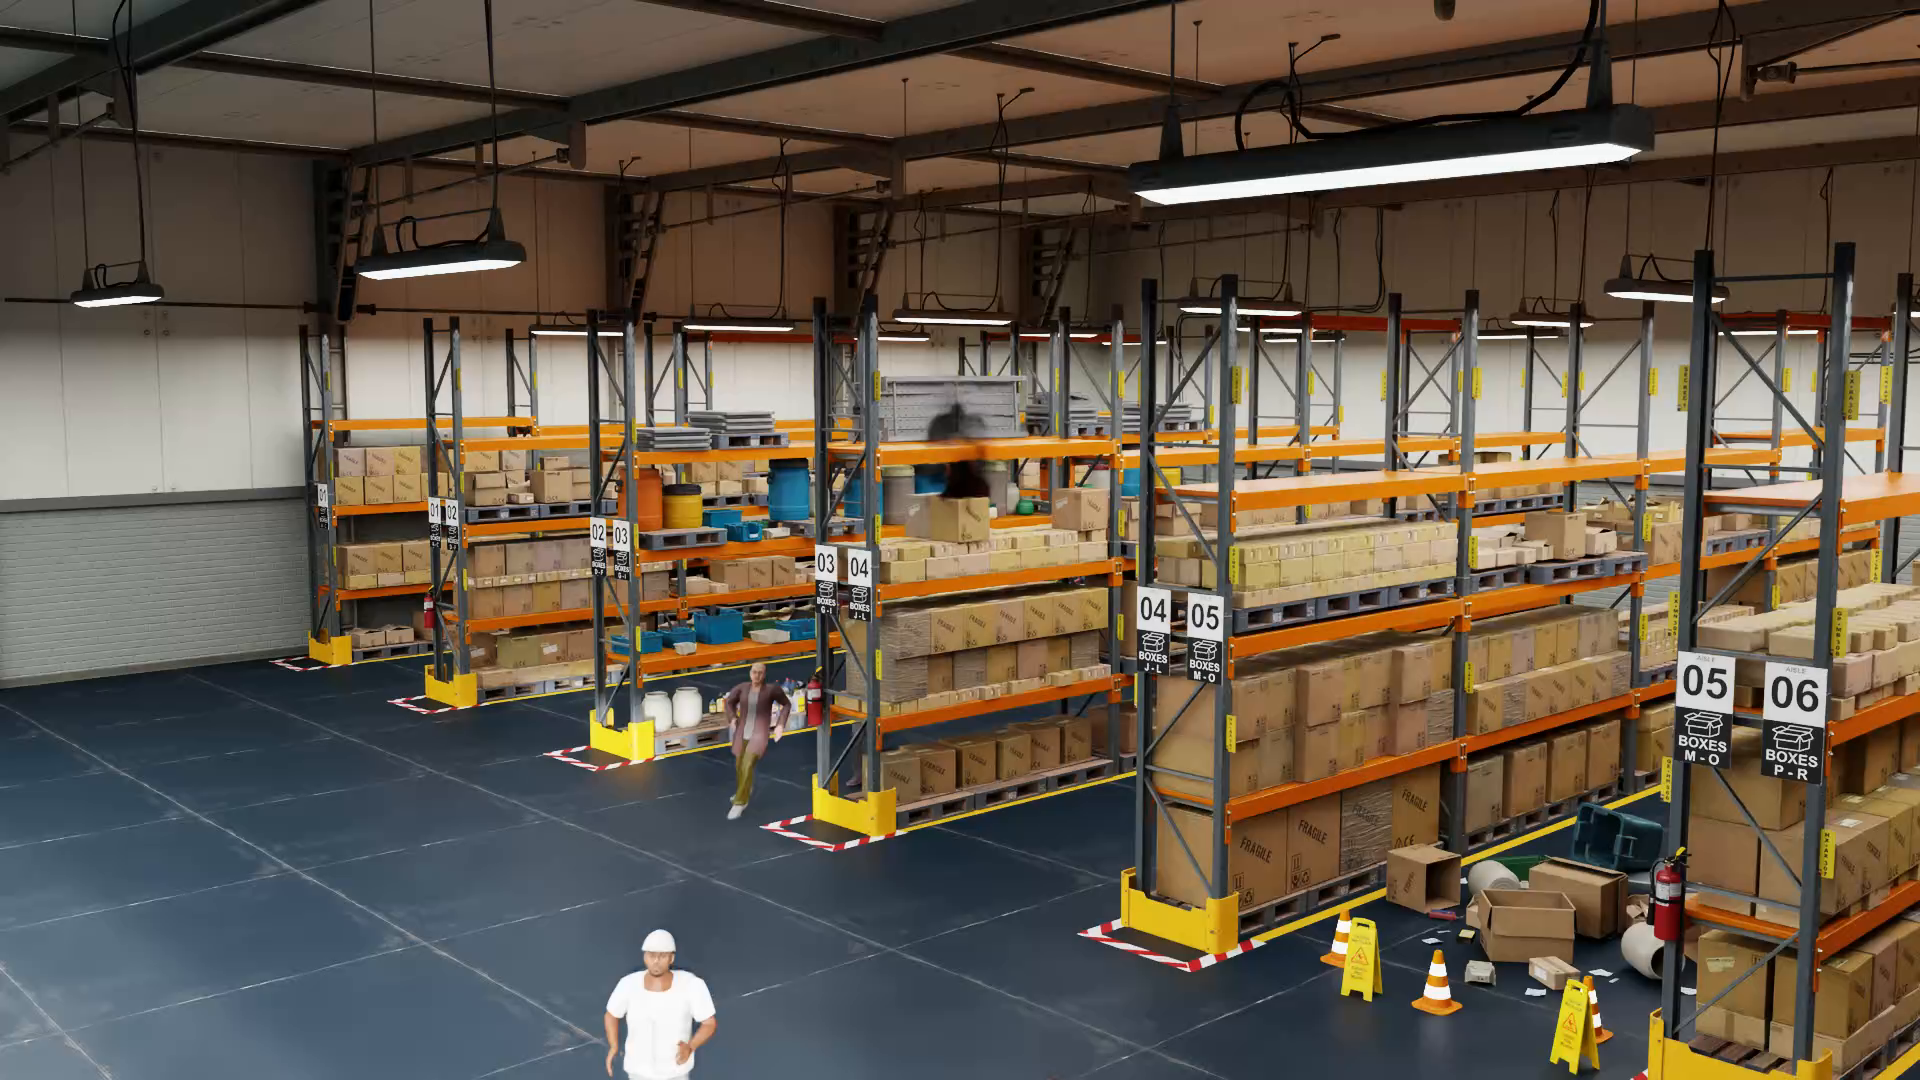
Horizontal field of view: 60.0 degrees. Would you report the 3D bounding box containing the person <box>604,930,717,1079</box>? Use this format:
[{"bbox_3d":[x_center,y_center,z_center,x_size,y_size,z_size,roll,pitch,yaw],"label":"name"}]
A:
[{"bbox_3d":[-1.866,3.269,10.323,0.711,1.729,0.795,0,6,-2],"label":"person"}]

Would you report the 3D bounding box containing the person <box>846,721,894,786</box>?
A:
[{"bbox_3d":[-1.125,2.242,20.930,0.588,1.623,0.834,5,8,42],"label":"person"}]

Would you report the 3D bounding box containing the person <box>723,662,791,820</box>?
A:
[{"bbox_3d":[-2.419,2.328,19.532,0.764,1.806,0.885,2,6,16],"label":"person"}]
